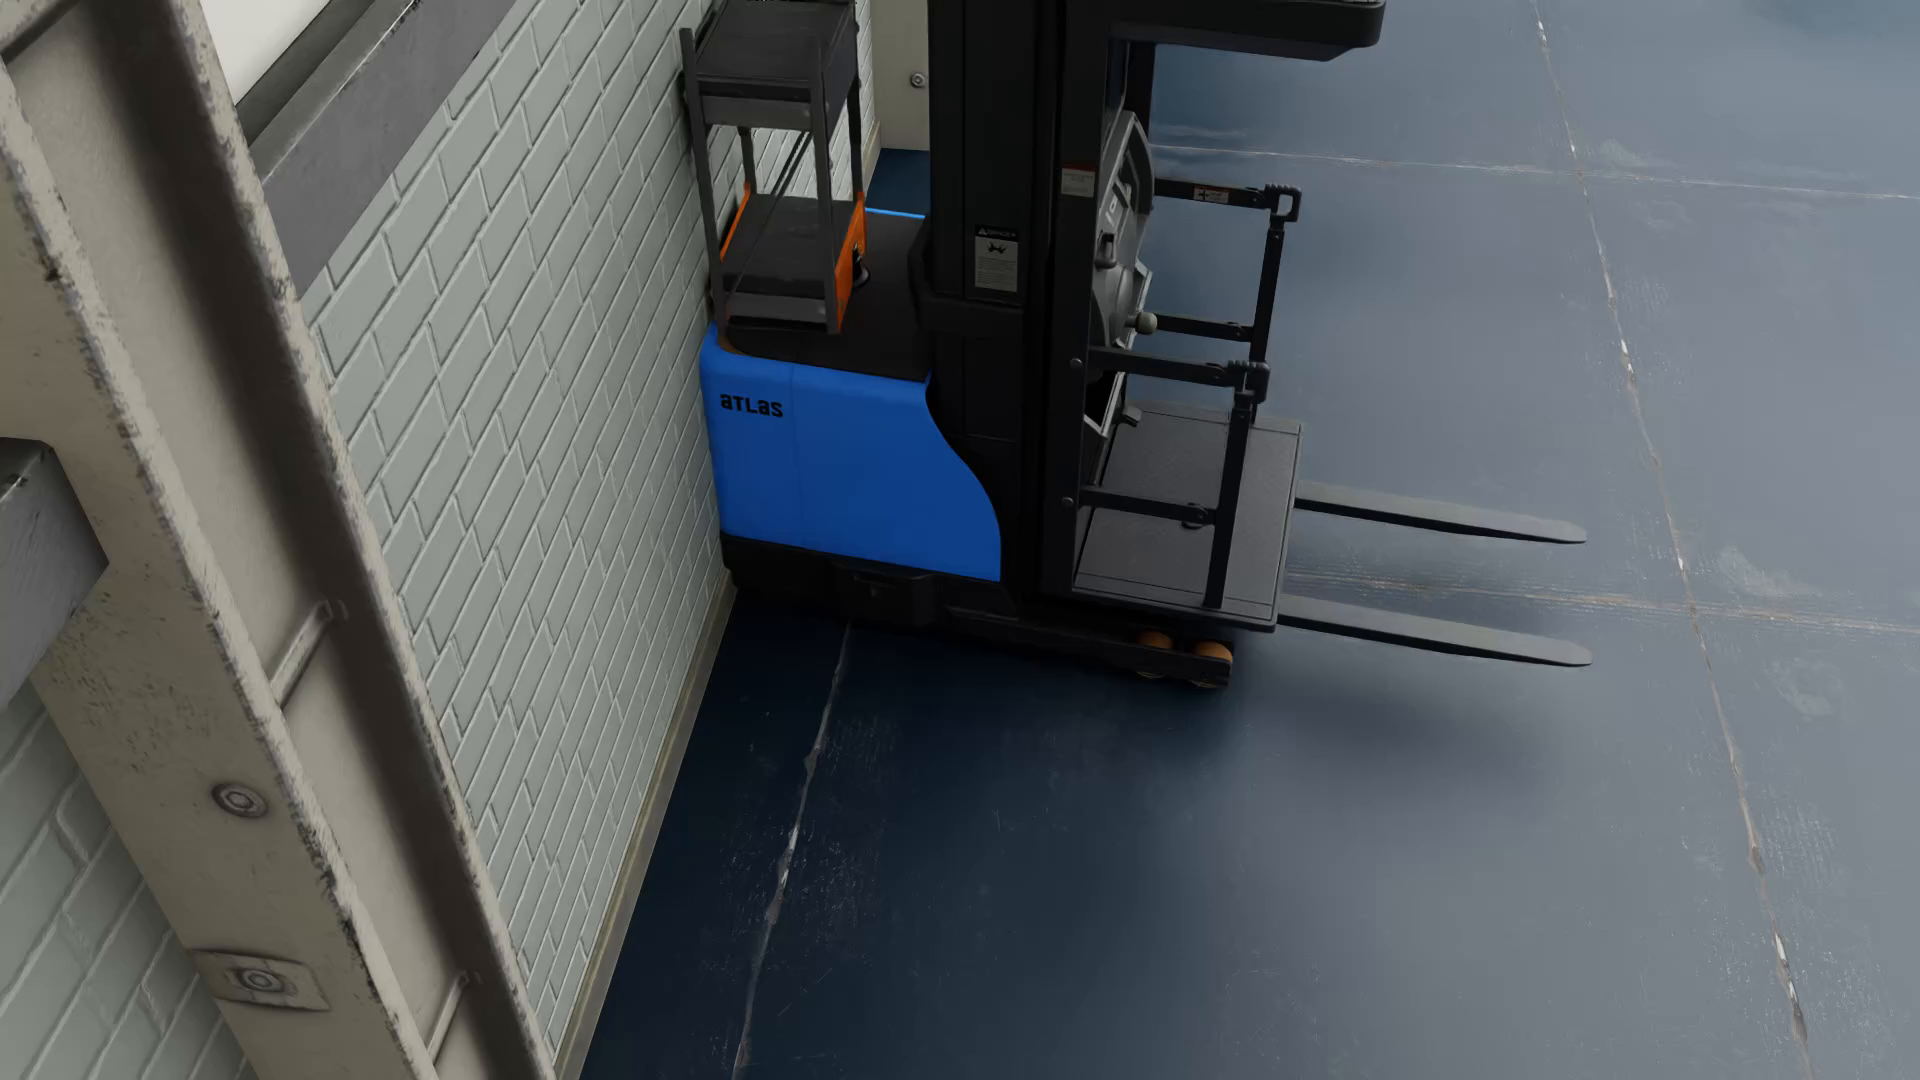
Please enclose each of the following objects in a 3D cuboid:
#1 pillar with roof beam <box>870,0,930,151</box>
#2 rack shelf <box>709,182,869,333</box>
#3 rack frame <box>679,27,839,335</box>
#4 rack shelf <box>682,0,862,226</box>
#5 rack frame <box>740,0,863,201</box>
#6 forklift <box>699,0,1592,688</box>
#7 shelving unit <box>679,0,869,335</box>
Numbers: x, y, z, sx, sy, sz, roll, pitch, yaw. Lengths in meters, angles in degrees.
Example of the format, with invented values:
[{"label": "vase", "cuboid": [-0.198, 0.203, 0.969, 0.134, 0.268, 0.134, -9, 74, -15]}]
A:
[{"label": "pillar with roof beam", "cuboid": [4.016, -4.966, 4.950, 9.100, 9.000, 0.400, 5, 44, 6]}, {"label": "rack shelf", "cuboid": [-0.556, -0.832, 5.577, 0.431, 0.518, 0.480, 6, 45, 6]}, {"label": "rack frame", "cuboid": [-0.590, -0.672, 5.395, 0.400, 2.100, 0.015, 6, 45, 6]}, {"label": "rack shelf", "cuboid": [-0.557, -1.330, 5.085, 0.431, 0.518, 0.480, 6, 45, 6]}, {"label": "rack frame", "cuboid": [-0.521, -1.012, 5.739, 0.400, 2.100, 0.015, 6, 45, 6]}, {"label": "forklift", "cuboid": [0.696, -0.962, 5.134, 3.031, 2.935, 1.130, 10, 44, 10]}, {"label": "shelving unit", "cuboid": [-0.556, -0.842, 5.567, 0.431, 2.100, 0.503, 6, 45, 6]}]
